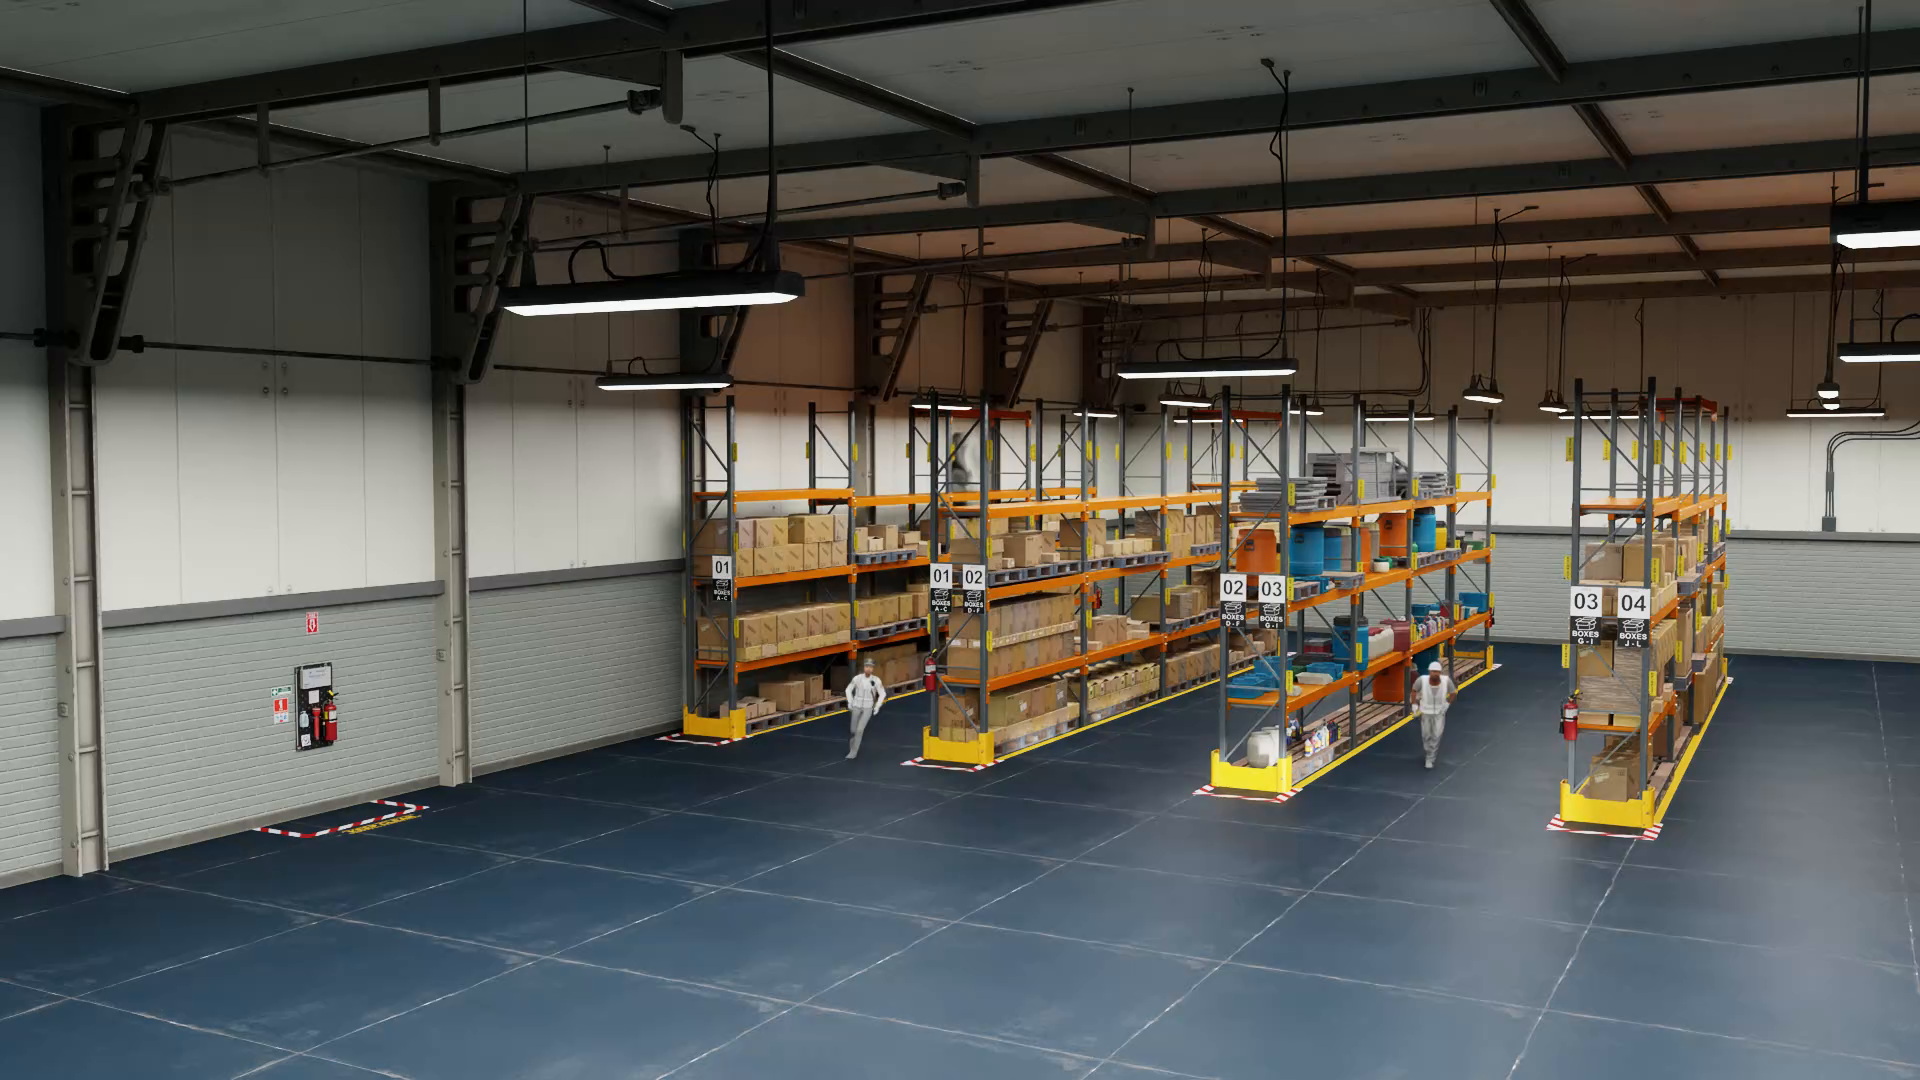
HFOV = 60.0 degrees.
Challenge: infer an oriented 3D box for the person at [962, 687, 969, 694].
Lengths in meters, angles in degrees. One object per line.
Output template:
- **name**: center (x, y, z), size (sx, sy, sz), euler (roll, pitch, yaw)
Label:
- **person**: center (0.260, 2.560, 31.885), size (0.537, 1.586, 0.900), euler (2, 4, 32)

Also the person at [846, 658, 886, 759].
- **person**: center (-1.554, 2.748, 27.308), size (0.665, 1.628, 0.669), euler (0, 3, 6)

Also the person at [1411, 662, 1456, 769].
- **person**: center (7.553, 2.770, 26.565), size (0.680, 1.712, 0.841), euler (0, 3, 7)
